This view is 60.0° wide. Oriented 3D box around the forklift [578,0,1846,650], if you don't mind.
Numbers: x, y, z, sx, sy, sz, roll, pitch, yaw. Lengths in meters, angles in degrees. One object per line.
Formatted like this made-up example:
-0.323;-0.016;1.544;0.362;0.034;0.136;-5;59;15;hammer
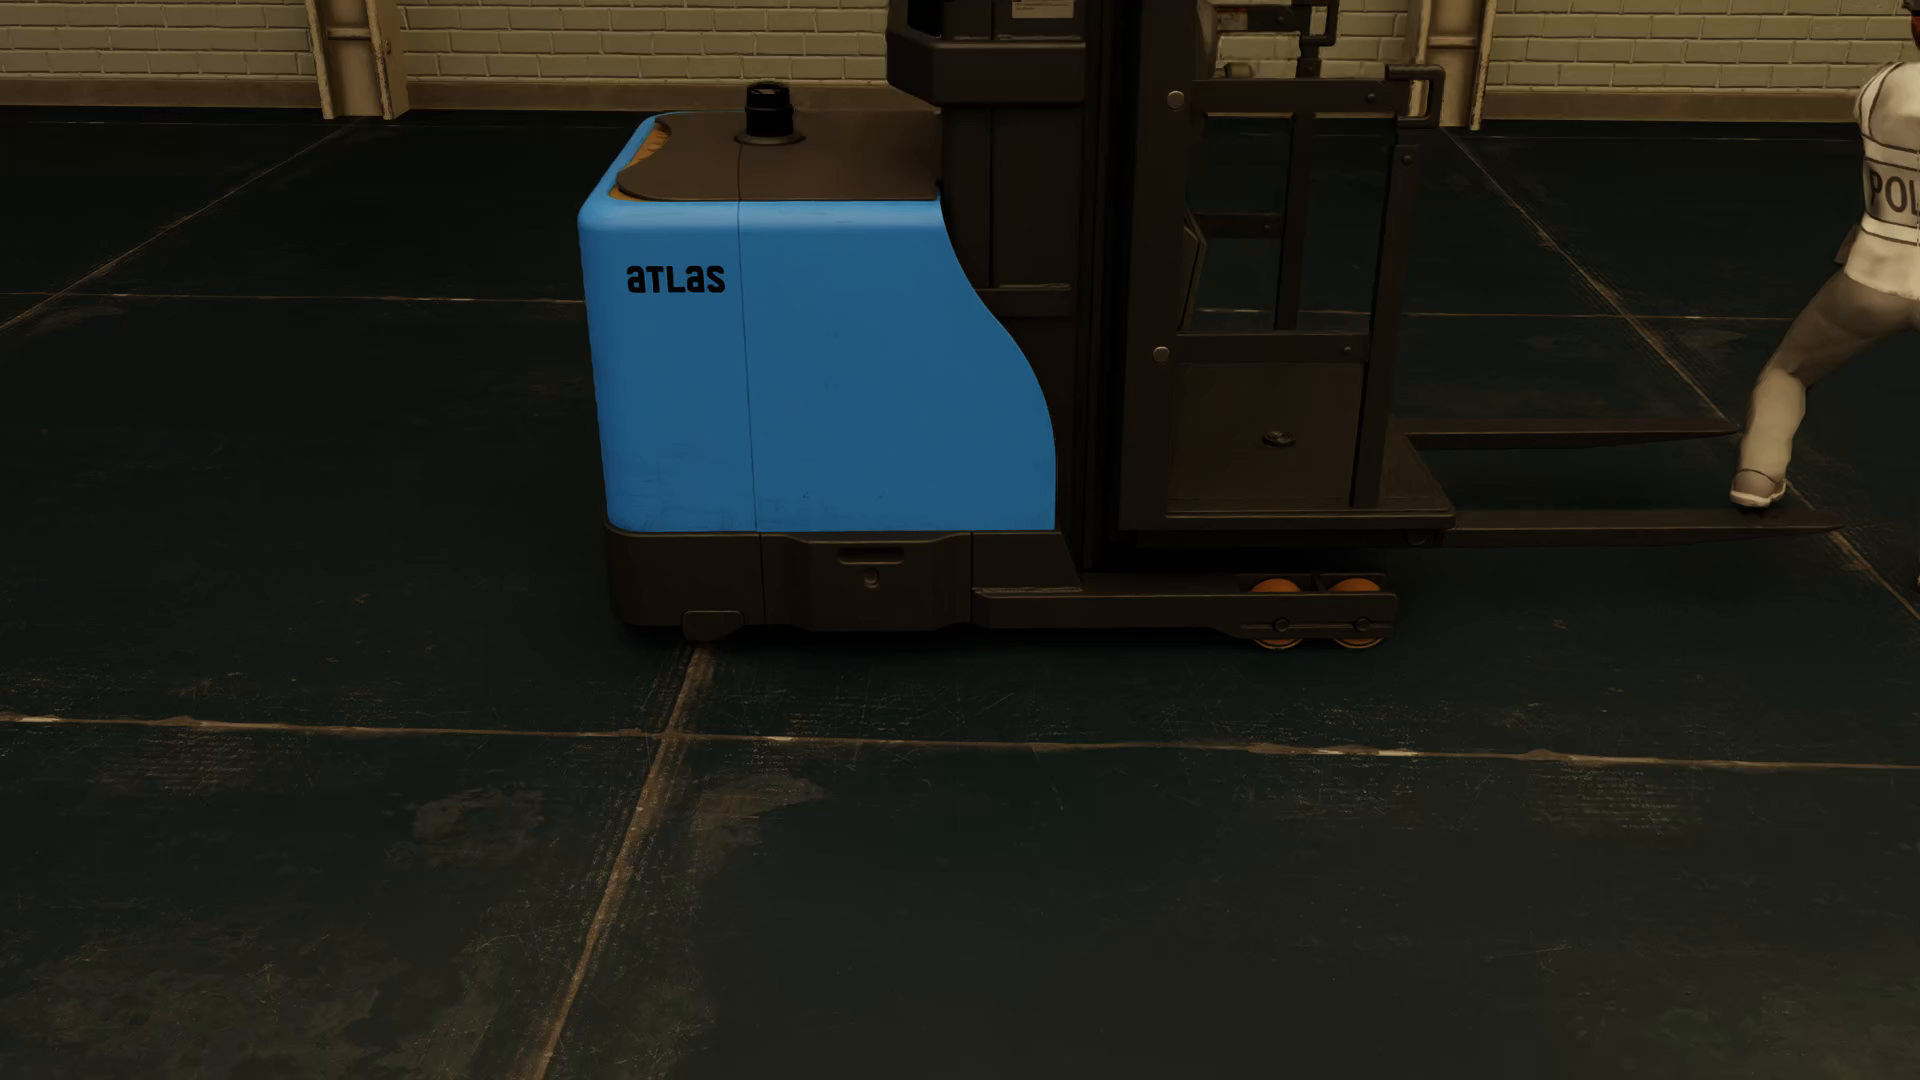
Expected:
0.665;-1.287;3.818;3.031;2.935;1.130;0;26;-1;forklift

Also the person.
2.394;-0.616;4.014;0.792;1.541;0.812;21;33;36;person
